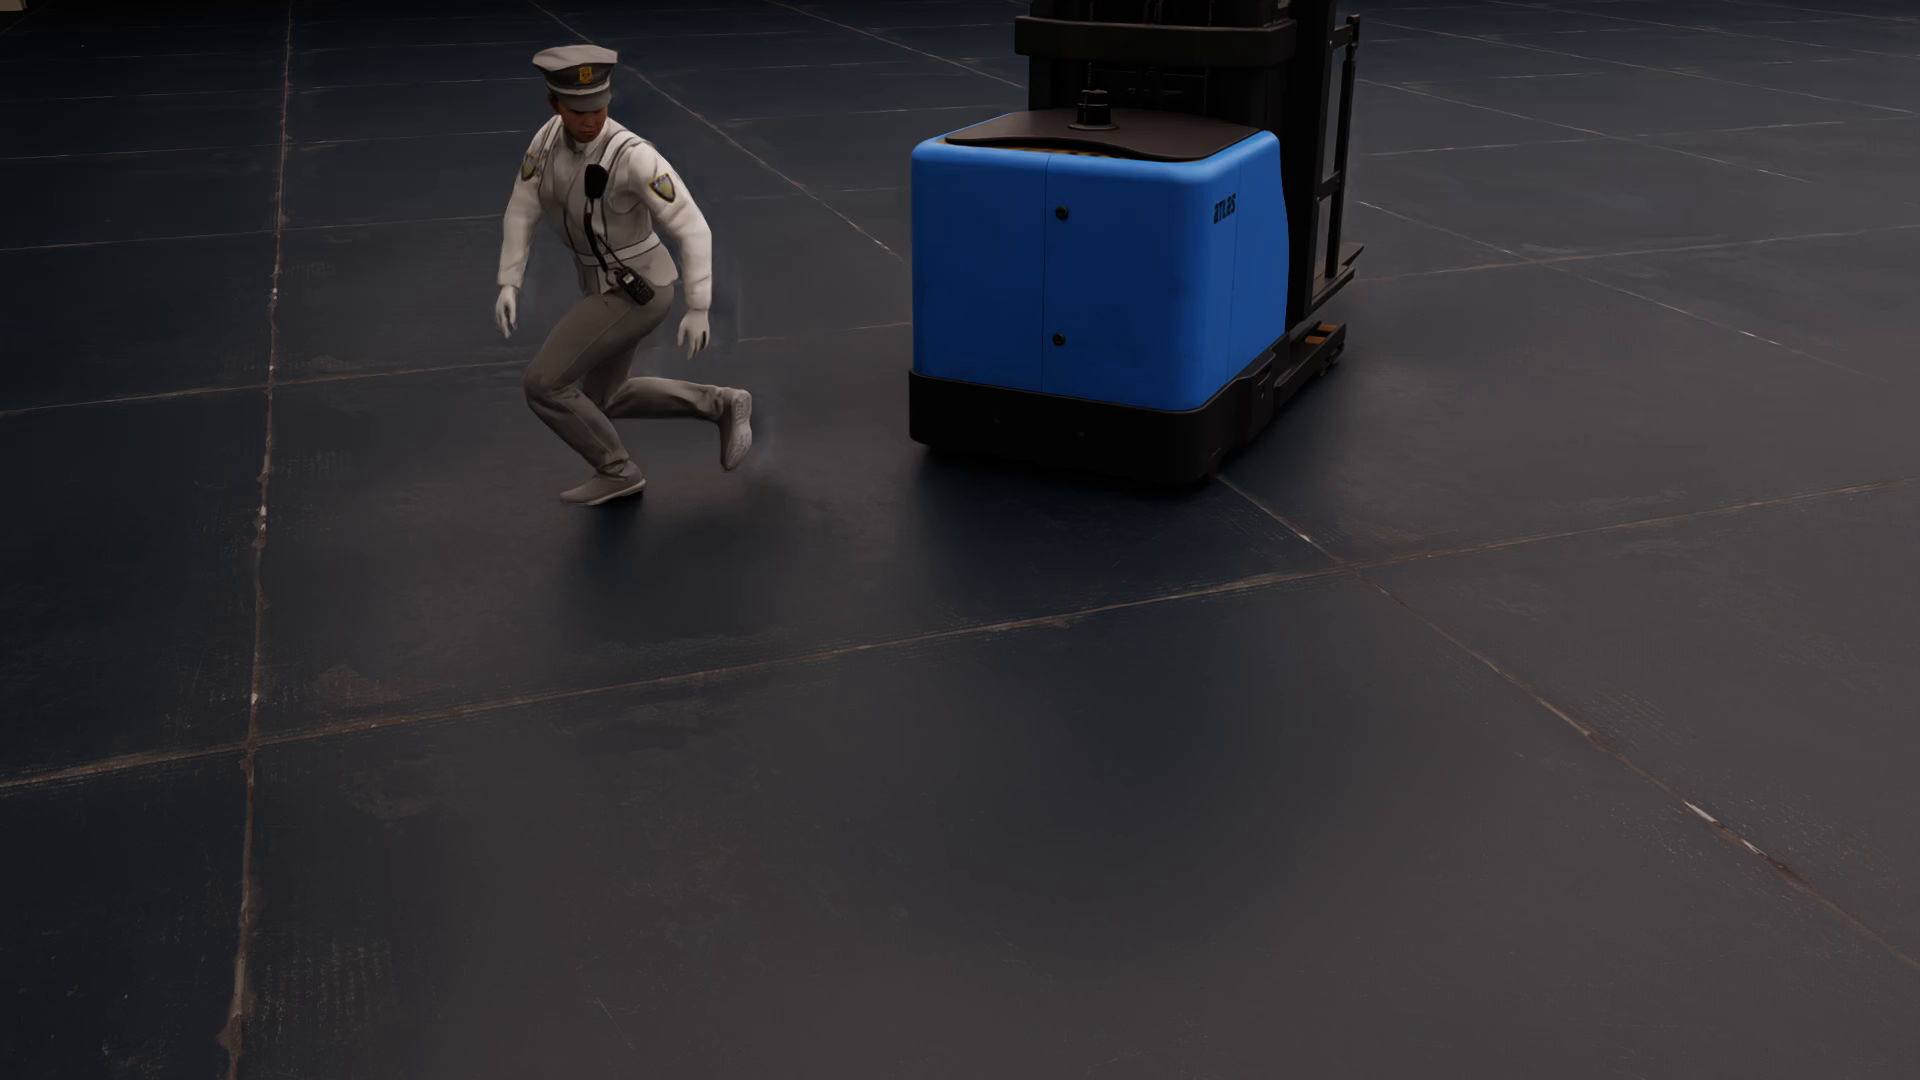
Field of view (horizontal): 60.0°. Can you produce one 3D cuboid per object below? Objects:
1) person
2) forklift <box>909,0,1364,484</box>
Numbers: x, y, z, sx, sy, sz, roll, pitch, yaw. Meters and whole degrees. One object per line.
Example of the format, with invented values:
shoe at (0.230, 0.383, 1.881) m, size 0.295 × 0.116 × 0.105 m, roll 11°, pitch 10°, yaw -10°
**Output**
person at (-1.021, -0.786, 5.138) m, size 0.775 × 1.452 × 0.573 m, roll -12°, pitch 25°, yaw -26°
forklift at (0.926, -2.066, 6.211) m, size 1.130 × 2.935 × 3.031 m, roll 11°, pitch 25°, yaw 24°
